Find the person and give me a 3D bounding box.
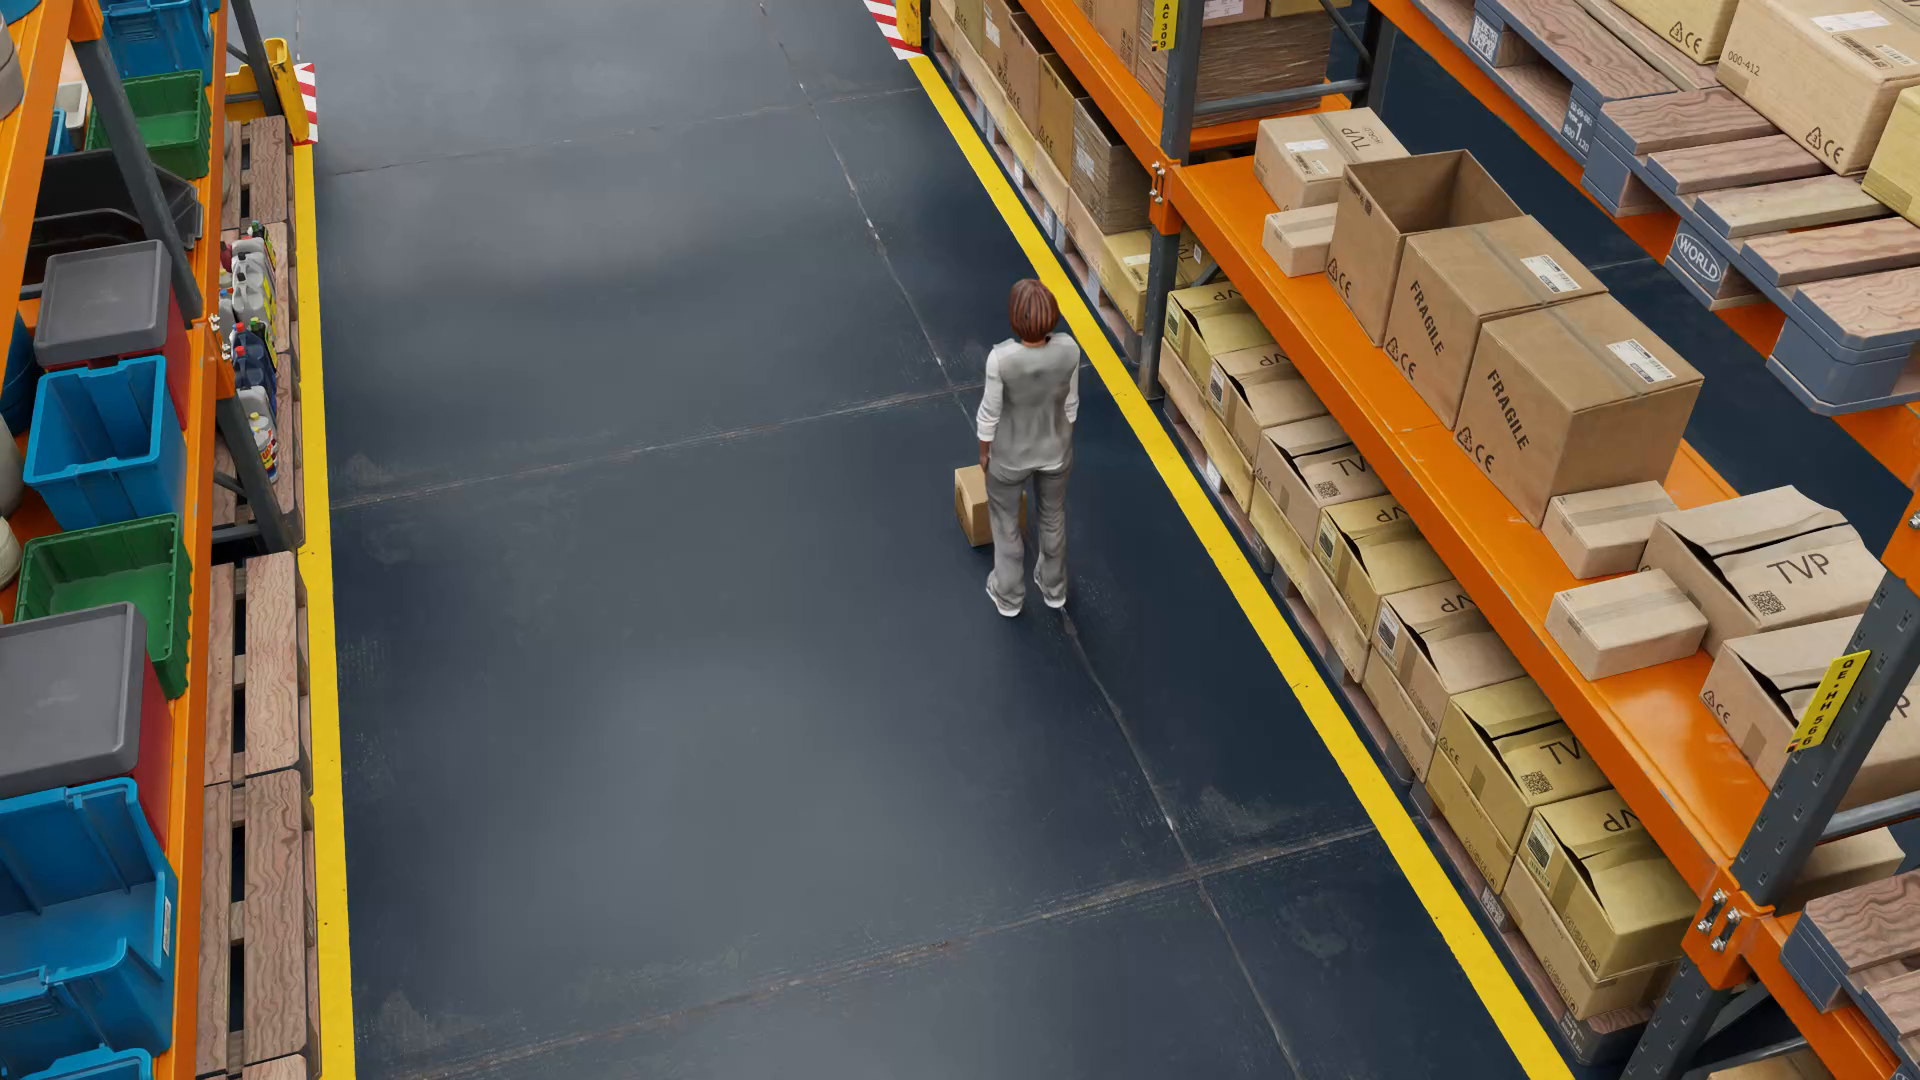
[{"bbox_3d":[0.257,-0.345,6.544,0.405,1.595,0.304,-10,44,-11],"label":"person"}]
